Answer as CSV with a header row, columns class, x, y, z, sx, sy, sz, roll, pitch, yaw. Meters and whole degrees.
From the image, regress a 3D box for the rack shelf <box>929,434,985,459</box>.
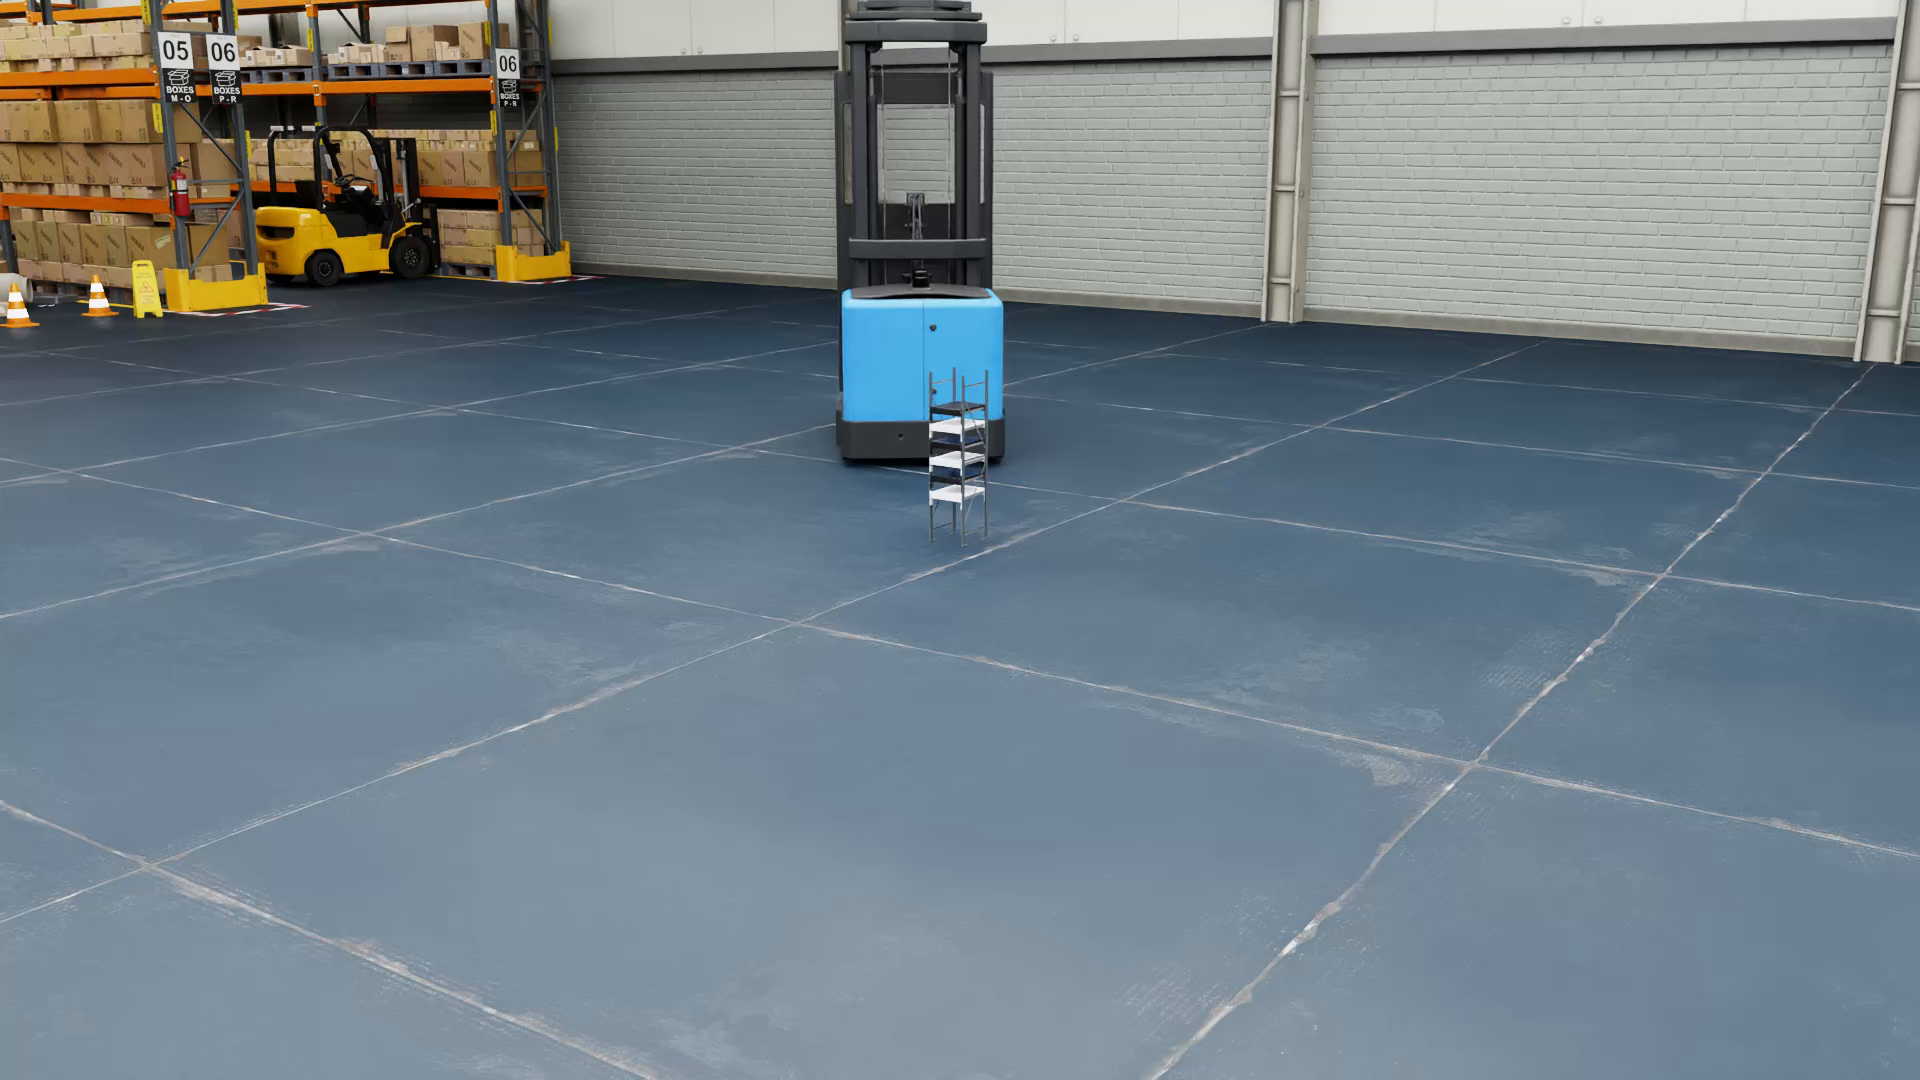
class,x,y,z,sx,sy,sz,roll,pitch,yaw
rack shelf,-0.007,-0.493,8.706,0.200,0.077,0.258,9,17,33

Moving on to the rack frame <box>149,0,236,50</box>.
class,x,y,z,sx,sy,sz,roll,pitch,yaw
rack frame,-8.991,-7.205,19.202,0.127,3.000,1.000,9,17,33

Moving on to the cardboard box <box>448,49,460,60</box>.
class,x,y,z,sx,sy,sz,roll,pitch,yaw
cardboard box,-7.081,-6.920,23.735,0.250,0.149,0.380,9,16,31

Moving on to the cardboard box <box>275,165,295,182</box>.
class,x,y,z,sx,sy,sz,roll,pitch,yaw
cardboard box,-10.527,-5.829,26.439,0.500,0.250,0.500,9,17,32

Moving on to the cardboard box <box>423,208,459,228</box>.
class,x,y,z,sx,sy,sz,roll,pitch,yaw
cardboard box,-7.631,-4.770,24.619,0.500,0.250,0.500,9,17,34

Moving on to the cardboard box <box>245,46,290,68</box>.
class,x,y,z,sx,sy,sz,roll,pitch,yaw
cardboard box,-10.916,-7.636,26.290,0.500,0.311,0.500,9,16,31

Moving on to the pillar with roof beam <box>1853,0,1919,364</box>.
class,x,y,z,sx,sy,sz,roll,pitch,yaw
pillar with roof beam,6.235,-5.196,11.087,0.400,9.000,9.100,9,17,33

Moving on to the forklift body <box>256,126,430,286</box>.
class,x,y,z,sx,sy,sz,roll,pitch,yaw
forklift body,-8.815,-4.762,23.583,1.214,2.155,2.313,9,17,33

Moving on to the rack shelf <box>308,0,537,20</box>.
class,x,y,z,sx,sy,sz,roll,pitch,yaw
rack shelf,-7.883,-7.920,24.421,4.000,0.370,1.077,9,17,33

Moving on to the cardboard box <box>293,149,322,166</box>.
class,x,y,z,sx,sy,sz,roll,pitch,yaw
cardboard box,-10.093,-6.004,26.108,0.500,0.250,0.500,9,16,32

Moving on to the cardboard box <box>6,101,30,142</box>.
class,x,y,z,sx,sy,sz,roll,pitch,yaw
cardboard box,-11.654,-5.333,21.215,0.500,0.500,0.700,9,17,33

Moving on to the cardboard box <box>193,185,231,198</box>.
class,x,y,z,sx,sy,sz,roll,pitch,yaw
cardboard box,-9.157,-4.258,20.304,0.250,0.149,0.380,9,17,33

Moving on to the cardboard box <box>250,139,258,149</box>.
class,x,y,z,sx,sy,sz,roll,pitch,yaw
cardboard box,-11.290,-6.370,26.756,0.250,0.149,0.380,9,16,31

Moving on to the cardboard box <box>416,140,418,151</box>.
class,x,y,z,sx,sy,sz,roll,pitch,yaw
cardboard box,-7.903,-5.856,24.679,0.250,0.149,0.380,9,17,32

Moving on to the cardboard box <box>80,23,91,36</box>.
class,x,y,z,sx,sy,sz,roll,pitch,yaw
cardboard box,-10.434,-6.192,20.217,0.250,0.149,0.380,9,16,31

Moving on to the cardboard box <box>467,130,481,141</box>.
class,x,y,z,sx,sy,sz,roll,pitch,yaw
cardboard box,-6.860,-5.824,23.931,0.250,0.149,0.380,9,17,33

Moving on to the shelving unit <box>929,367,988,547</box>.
class,x,y,z,sx,sy,sz,roll,pitch,yaw
shelving unit,-0.007,-0.438,8.719,0.210,0.900,0.258,9,17,33

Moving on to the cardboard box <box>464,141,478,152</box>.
class,x,y,z,sx,sy,sz,roll,pitch,yaw
cardboard box,-6.896,-5.666,23.910,0.250,0.149,0.380,9,17,34

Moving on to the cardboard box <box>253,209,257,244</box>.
class,x,y,z,sx,sy,sz,roll,pitch,yaw
cardboard box,-11.247,-5.145,27.431,0.625,0.625,0.875,8,16,31

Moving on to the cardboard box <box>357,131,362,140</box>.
class,x,y,z,sx,sy,sz,roll,pitch,yaw
cardboard box,-8.960,-6.176,25.353,0.250,0.149,0.380,9,16,32

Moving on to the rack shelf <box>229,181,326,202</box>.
class,x,y,z,sx,sy,sz,roll,pitch,yaw
rack shelf,-11.202,-5.739,27.260,4.000,0.370,1.077,9,17,33

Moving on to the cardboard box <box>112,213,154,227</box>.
class,x,y,z,sx,sy,sz,roll,pitch,yaw
cardboard box,-10.143,-3.932,20.404,0.250,0.149,0.380,10,17,34

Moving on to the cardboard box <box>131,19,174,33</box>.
class,x,y,z,sx,sy,sz,roll,pitch,yaw
cardboard box,-9.436,-6.001,19.443,0.250,0.149,0.380,9,17,33

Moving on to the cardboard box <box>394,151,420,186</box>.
class,x,y,z,sx,sy,sz,roll,pitch,yaw
cardboard box,-8.053,-5.551,24.796,0.500,0.500,0.500,9,17,33

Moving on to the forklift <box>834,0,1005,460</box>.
class,x,y,z,sx,sy,sz,roll,pitch,yaw
forklift,-0.333,-2.241,11.777,1.130,2.935,3.031,-1,14,-4

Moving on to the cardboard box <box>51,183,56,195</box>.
class,x,y,z,sx,sy,sz,roll,pitch,yaw
cardboard box,-11.327,-4.479,21.196,0.250,0.149,0.380,9,17,33

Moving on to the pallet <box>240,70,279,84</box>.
class,x,y,z,sx,sy,sz,roll,pitch,yaw
pallet,-11.319,-7.498,27.021,1.213,0.211,1.003,10,17,35

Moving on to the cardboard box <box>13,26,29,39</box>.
class,x,y,z,sx,sy,sz,roll,pitch,yaw
cardboard box,-11.581,-6.337,20.799,0.250,0.149,0.380,9,17,32

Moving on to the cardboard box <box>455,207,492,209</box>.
class,x,y,z,sx,sy,sz,roll,pitch,yaw
cardboard box,-7.342,-4.875,25.043,0.500,0.250,0.500,9,17,32

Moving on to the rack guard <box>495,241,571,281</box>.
class,x,y,z,sx,sy,sz,roll,pitch,yaw
rack guard,-6.204,-4.067,24.211,0.348,0.500,1.175,9,17,33

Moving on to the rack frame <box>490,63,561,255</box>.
class,x,y,z,sx,sy,sz,roll,pitch,yaw
rack frame,-6.224,-5.283,23.923,0.127,3.000,1.000,9,17,33

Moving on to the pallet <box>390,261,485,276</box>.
class,x,y,z,sx,sy,sz,roll,pitch,yaw
pallet,-7.890,-4.188,25.301,1.213,0.211,1.003,9,17,33

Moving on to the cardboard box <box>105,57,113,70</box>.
class,x,y,z,sx,sy,sz,roll,pitch,yaw
cardboard box,-10.042,-5.736,20.032,0.250,0.149,0.380,9,17,33

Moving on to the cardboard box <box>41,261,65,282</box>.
class,x,y,z,sx,sy,sz,roll,pitch,yaw
cardboard box,-11.522,-3.496,21.553,0.500,0.250,0.500,10,17,36

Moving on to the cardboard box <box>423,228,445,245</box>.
class,x,y,z,sx,sy,sz,roll,pitch,yaw
cardboard box,-7.652,-4.532,24.698,0.500,0.250,0.500,9,16,32

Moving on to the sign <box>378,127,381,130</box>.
class,x,y,z,sx,sy,sz,roll,pitch,yaw
sign,-9.234,-6.389,26.425,0.005,0.325,0.100,9,17,33

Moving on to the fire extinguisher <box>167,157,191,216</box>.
class,x,y,z,sx,sy,sz,roll,pitch,yaw
fire extinguisher,-9.153,-4.148,19.499,0.183,0.674,0.296,9,17,33

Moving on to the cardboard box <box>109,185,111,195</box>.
class,x,y,z,sx,sy,sz,roll,pitch,yaw
cardboard box,-10.258,-4.320,20.555,0.250,0.149,0.380,9,17,34

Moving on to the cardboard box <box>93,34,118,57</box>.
class,x,y,z,sx,sy,sz,roll,pitch,yaw
cardboard box,-9.975,-5.906,19.890,0.500,0.250,0.500,9,16,32

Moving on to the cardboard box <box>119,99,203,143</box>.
class,x,y,z,sx,sy,sz,roll,pitch,yaw
cardboard box,-9.537,-4.996,19.856,0.500,0.500,0.700,9,16,31

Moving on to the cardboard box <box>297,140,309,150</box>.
class,x,y,z,sx,sy,sz,roll,pitch,yaw
cardboard box,-10.174,-6.216,26.132,0.250,0.149,0.380,9,16,32

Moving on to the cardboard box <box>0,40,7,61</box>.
class,x,y,z,sx,sy,sz,roll,pitch,yaw
cardboard box,-12.098,-6.244,21.253,0.500,0.250,0.500,9,16,32

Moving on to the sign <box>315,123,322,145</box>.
class,x,y,z,sx,sy,sz,roll,pitch,yaw
sign,-9.837,-6.234,25.518,0.005,0.325,0.100,9,17,33

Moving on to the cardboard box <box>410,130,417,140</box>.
class,x,y,z,sx,sy,sz,roll,pitch,yaw
cardboard box,-7.915,-6.002,24.648,0.250,0.149,0.380,9,17,34

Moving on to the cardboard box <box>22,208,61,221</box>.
class,x,y,z,sx,sy,sz,roll,pitch,yaw
cardboard box,-11.901,-4.216,21.549,0.250,0.149,0.380,9,17,34

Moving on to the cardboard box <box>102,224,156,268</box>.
class,x,y,z,sx,sy,sz,roll,pitch,yaw
cardboard box,-10.236,-3.651,20.617,0.500,0.500,0.500,10,17,35

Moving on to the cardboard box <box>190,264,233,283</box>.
class,x,y,z,sx,sy,sz,roll,pitch,yaw
cardboard box,-9.506,-3.326,20.863,0.500,0.250,0.500,9,17,32

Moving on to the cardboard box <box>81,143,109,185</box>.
class,x,y,z,sx,sy,sz,roll,pitch,yaw
cardboard box,-10.421,-4.640,20.496,0.500,0.500,0.500,9,17,33

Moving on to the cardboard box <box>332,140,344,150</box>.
class,x,y,z,sx,sy,sz,roll,pitch,yaw
cardboard box,-9.425,-6.088,25.616,0.250,0.149,0.380,9,16,32

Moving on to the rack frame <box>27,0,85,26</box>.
class,x,y,z,sx,sy,sz,roll,pitch,yaw
rack frame,-16.181,-9.805,29.703,0.127,3.000,1.000,9,17,33

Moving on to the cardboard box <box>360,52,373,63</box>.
class,x,y,z,sx,sy,sz,roll,pitch,yaw
cardboard box,-8.702,-7.182,24.794,0.250,0.149,0.380,10,17,34

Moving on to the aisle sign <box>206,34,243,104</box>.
class,x,y,z,sx,sy,sz,roll,pitch,yaw
aisle sign,-8.766,-5.608,19.827,0.004,0.787,0.394,9,17,33

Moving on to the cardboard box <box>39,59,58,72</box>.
class,x,y,z,sx,sy,sz,roll,pitch,yaw
cardboard box,-11.167,-5.883,20.625,0.250,0.149,0.380,9,16,32

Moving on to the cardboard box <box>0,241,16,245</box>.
class,x,y,z,sx,sy,sz,roll,pitch,yaw
cardboard box,-13.345,-3.923,23.024,0.625,0.372,0.950,10,17,36
